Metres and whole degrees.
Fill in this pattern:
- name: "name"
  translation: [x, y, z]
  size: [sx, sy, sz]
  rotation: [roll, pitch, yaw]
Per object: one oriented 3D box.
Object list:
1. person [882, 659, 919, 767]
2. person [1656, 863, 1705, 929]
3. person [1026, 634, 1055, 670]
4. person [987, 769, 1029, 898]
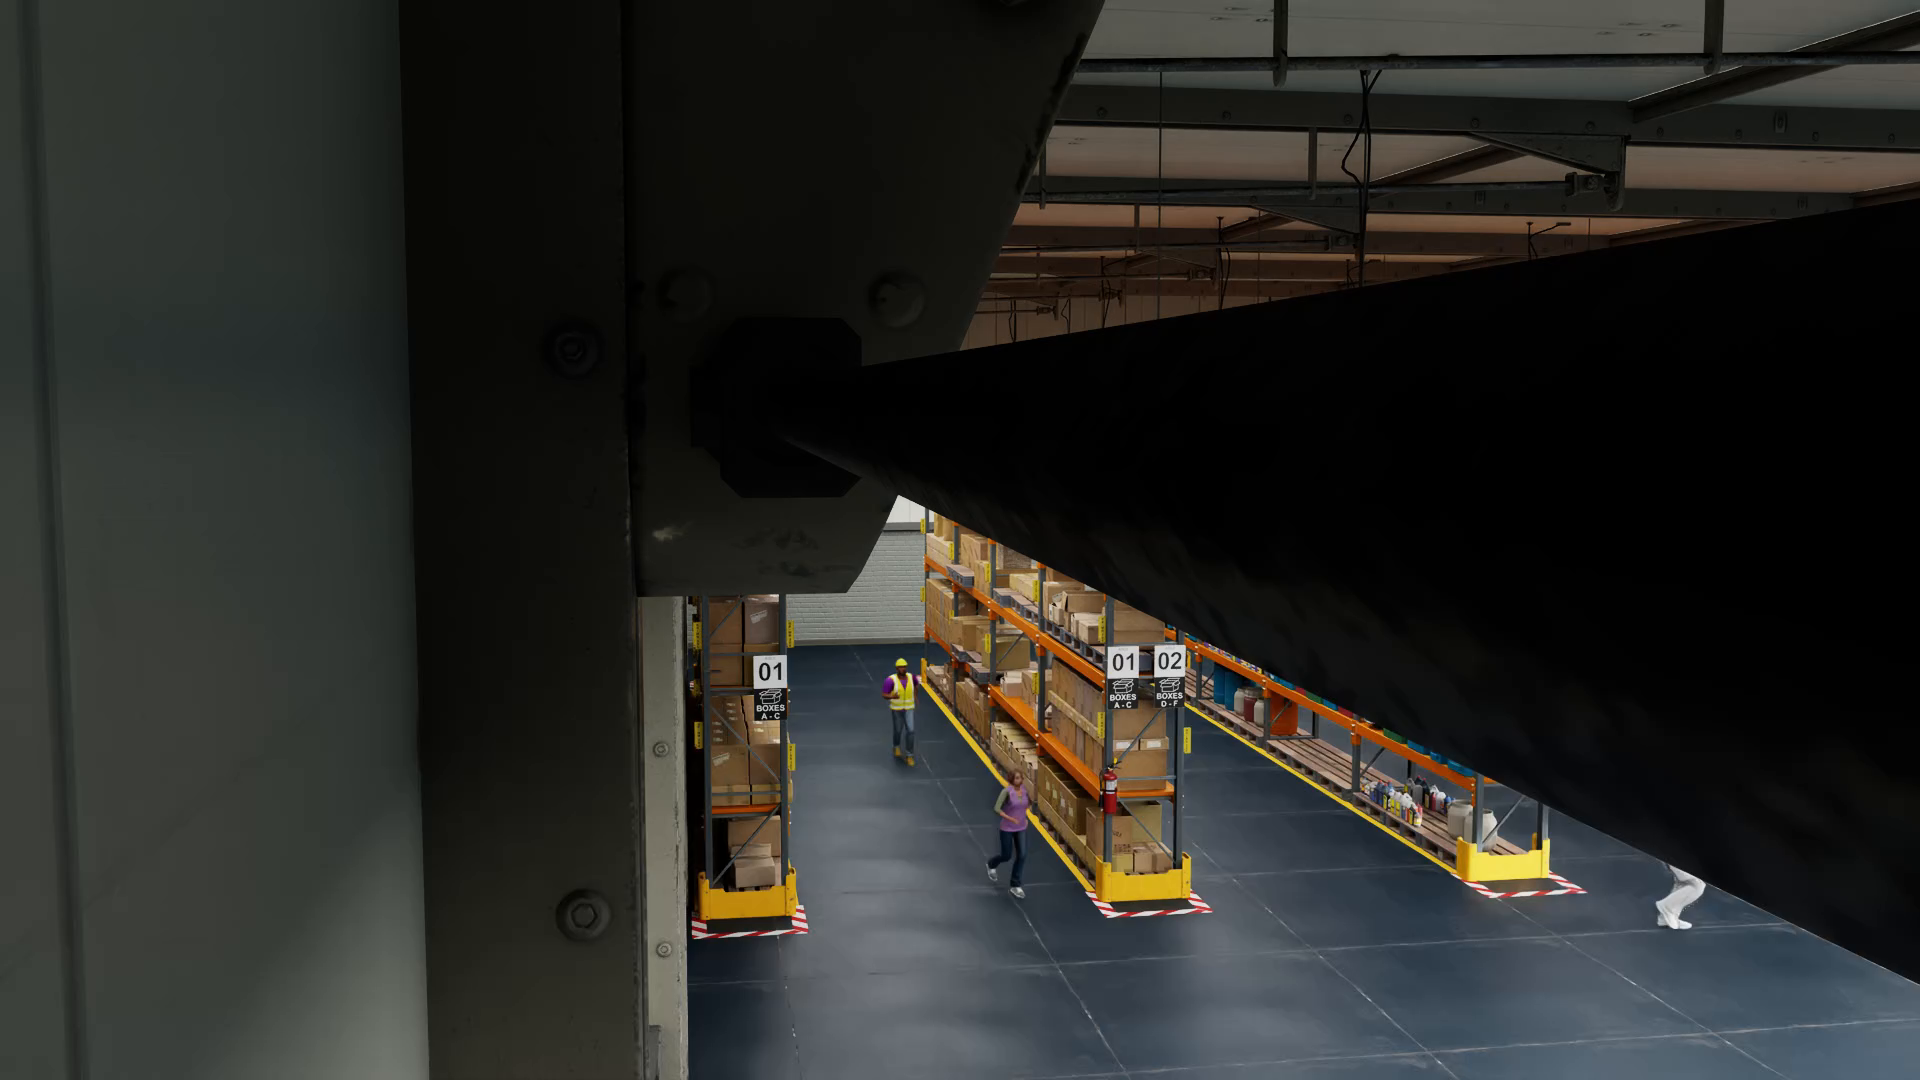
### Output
- name: "person"
  translation: [-1.005, 2.936, 28.557]
  size: [0.681, 1.824, 0.830]
  rotation: [-1, 5, -13]
- name: "person"
  translation: [8.562, 3.735, 19.603]
  size: [0.622, 1.737, 0.719]
  rotation: [2, 6, 26]
- name: "person"
  translation: [1.770, 2.310, 35.906]
  size: [0.678, 1.770, 0.767]
  rotation: [-2, 5, -22]
- name: "person"
  translation: [0.653, 3.687, 21.179]
  size: [0.550, 1.596, 0.763]
  rotation: [-3, 6, -29]
